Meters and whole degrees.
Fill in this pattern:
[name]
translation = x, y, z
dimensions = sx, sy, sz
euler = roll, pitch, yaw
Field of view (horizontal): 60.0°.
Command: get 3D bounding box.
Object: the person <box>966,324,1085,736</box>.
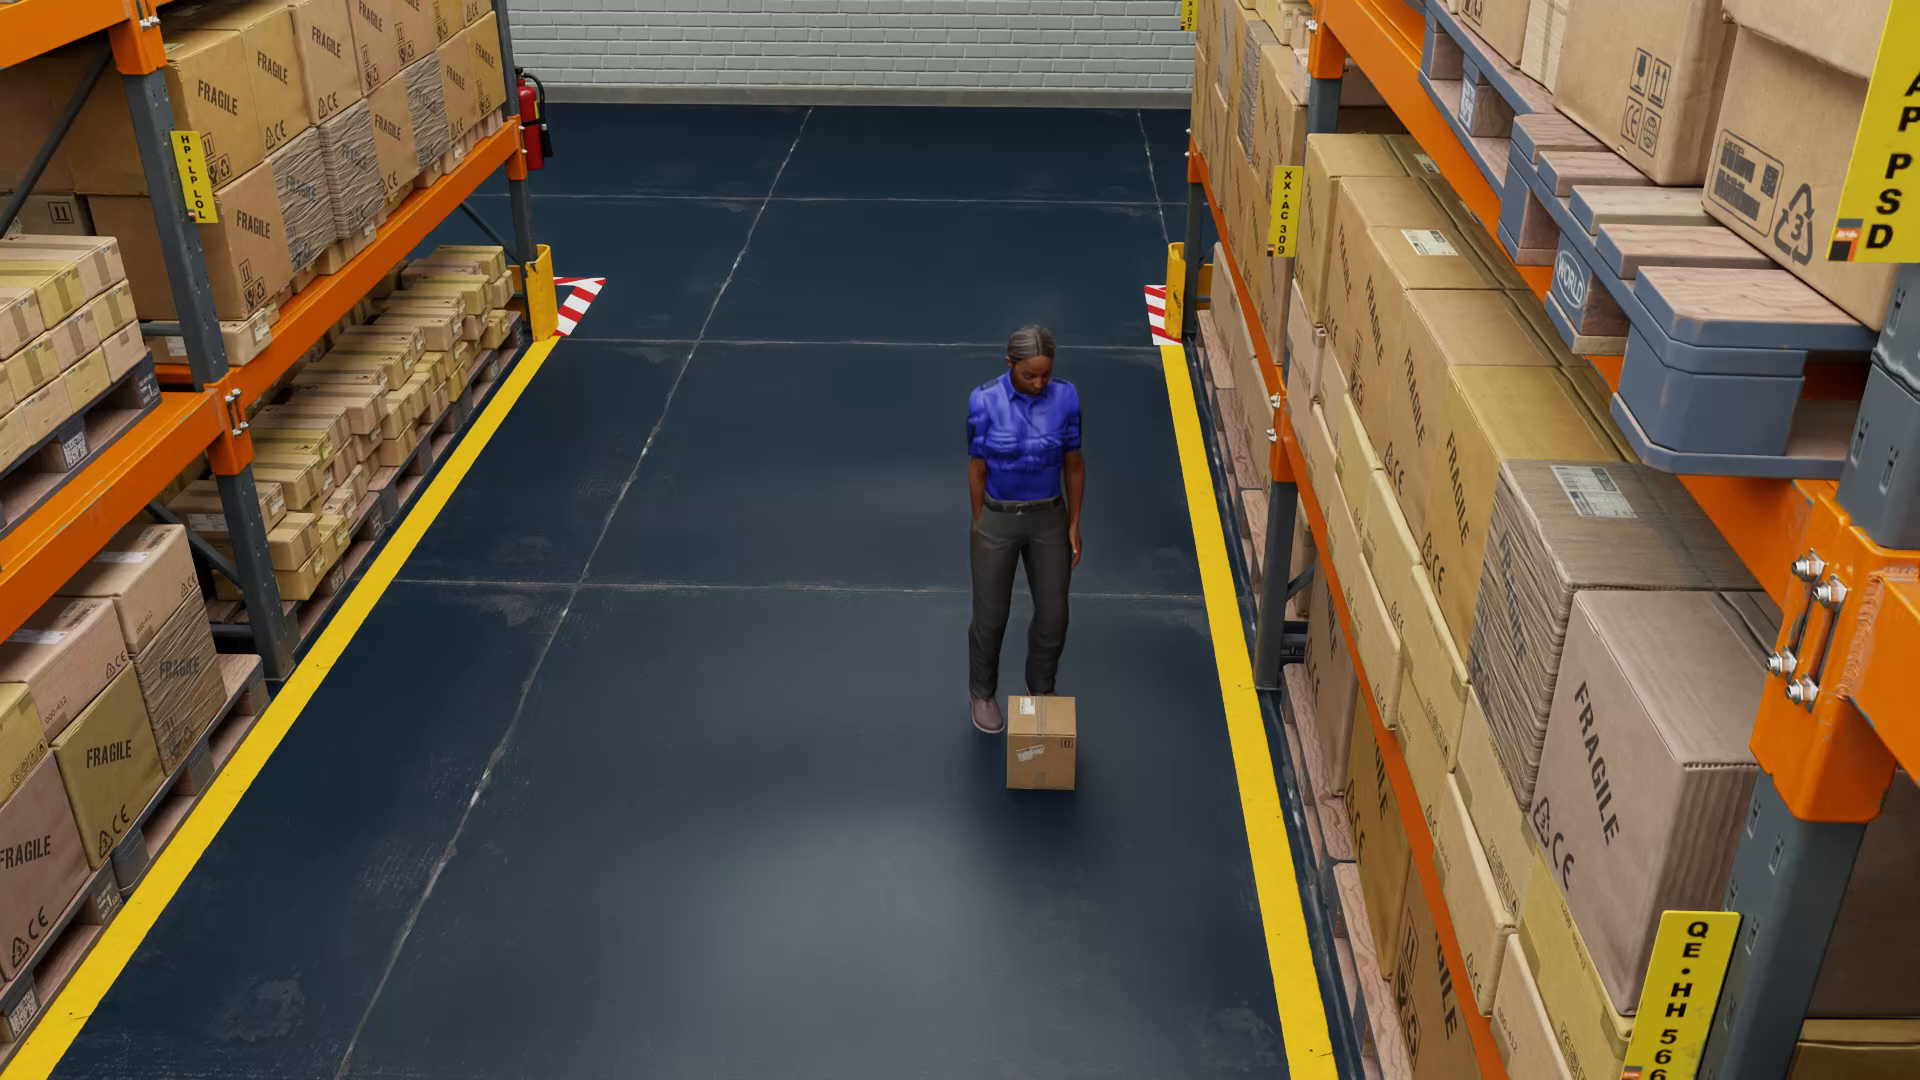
[person]
translation = 0.242, -0.041, 6.233
dimensions = 0.435, 1.647, 0.315
euler = -5, 29, -9
